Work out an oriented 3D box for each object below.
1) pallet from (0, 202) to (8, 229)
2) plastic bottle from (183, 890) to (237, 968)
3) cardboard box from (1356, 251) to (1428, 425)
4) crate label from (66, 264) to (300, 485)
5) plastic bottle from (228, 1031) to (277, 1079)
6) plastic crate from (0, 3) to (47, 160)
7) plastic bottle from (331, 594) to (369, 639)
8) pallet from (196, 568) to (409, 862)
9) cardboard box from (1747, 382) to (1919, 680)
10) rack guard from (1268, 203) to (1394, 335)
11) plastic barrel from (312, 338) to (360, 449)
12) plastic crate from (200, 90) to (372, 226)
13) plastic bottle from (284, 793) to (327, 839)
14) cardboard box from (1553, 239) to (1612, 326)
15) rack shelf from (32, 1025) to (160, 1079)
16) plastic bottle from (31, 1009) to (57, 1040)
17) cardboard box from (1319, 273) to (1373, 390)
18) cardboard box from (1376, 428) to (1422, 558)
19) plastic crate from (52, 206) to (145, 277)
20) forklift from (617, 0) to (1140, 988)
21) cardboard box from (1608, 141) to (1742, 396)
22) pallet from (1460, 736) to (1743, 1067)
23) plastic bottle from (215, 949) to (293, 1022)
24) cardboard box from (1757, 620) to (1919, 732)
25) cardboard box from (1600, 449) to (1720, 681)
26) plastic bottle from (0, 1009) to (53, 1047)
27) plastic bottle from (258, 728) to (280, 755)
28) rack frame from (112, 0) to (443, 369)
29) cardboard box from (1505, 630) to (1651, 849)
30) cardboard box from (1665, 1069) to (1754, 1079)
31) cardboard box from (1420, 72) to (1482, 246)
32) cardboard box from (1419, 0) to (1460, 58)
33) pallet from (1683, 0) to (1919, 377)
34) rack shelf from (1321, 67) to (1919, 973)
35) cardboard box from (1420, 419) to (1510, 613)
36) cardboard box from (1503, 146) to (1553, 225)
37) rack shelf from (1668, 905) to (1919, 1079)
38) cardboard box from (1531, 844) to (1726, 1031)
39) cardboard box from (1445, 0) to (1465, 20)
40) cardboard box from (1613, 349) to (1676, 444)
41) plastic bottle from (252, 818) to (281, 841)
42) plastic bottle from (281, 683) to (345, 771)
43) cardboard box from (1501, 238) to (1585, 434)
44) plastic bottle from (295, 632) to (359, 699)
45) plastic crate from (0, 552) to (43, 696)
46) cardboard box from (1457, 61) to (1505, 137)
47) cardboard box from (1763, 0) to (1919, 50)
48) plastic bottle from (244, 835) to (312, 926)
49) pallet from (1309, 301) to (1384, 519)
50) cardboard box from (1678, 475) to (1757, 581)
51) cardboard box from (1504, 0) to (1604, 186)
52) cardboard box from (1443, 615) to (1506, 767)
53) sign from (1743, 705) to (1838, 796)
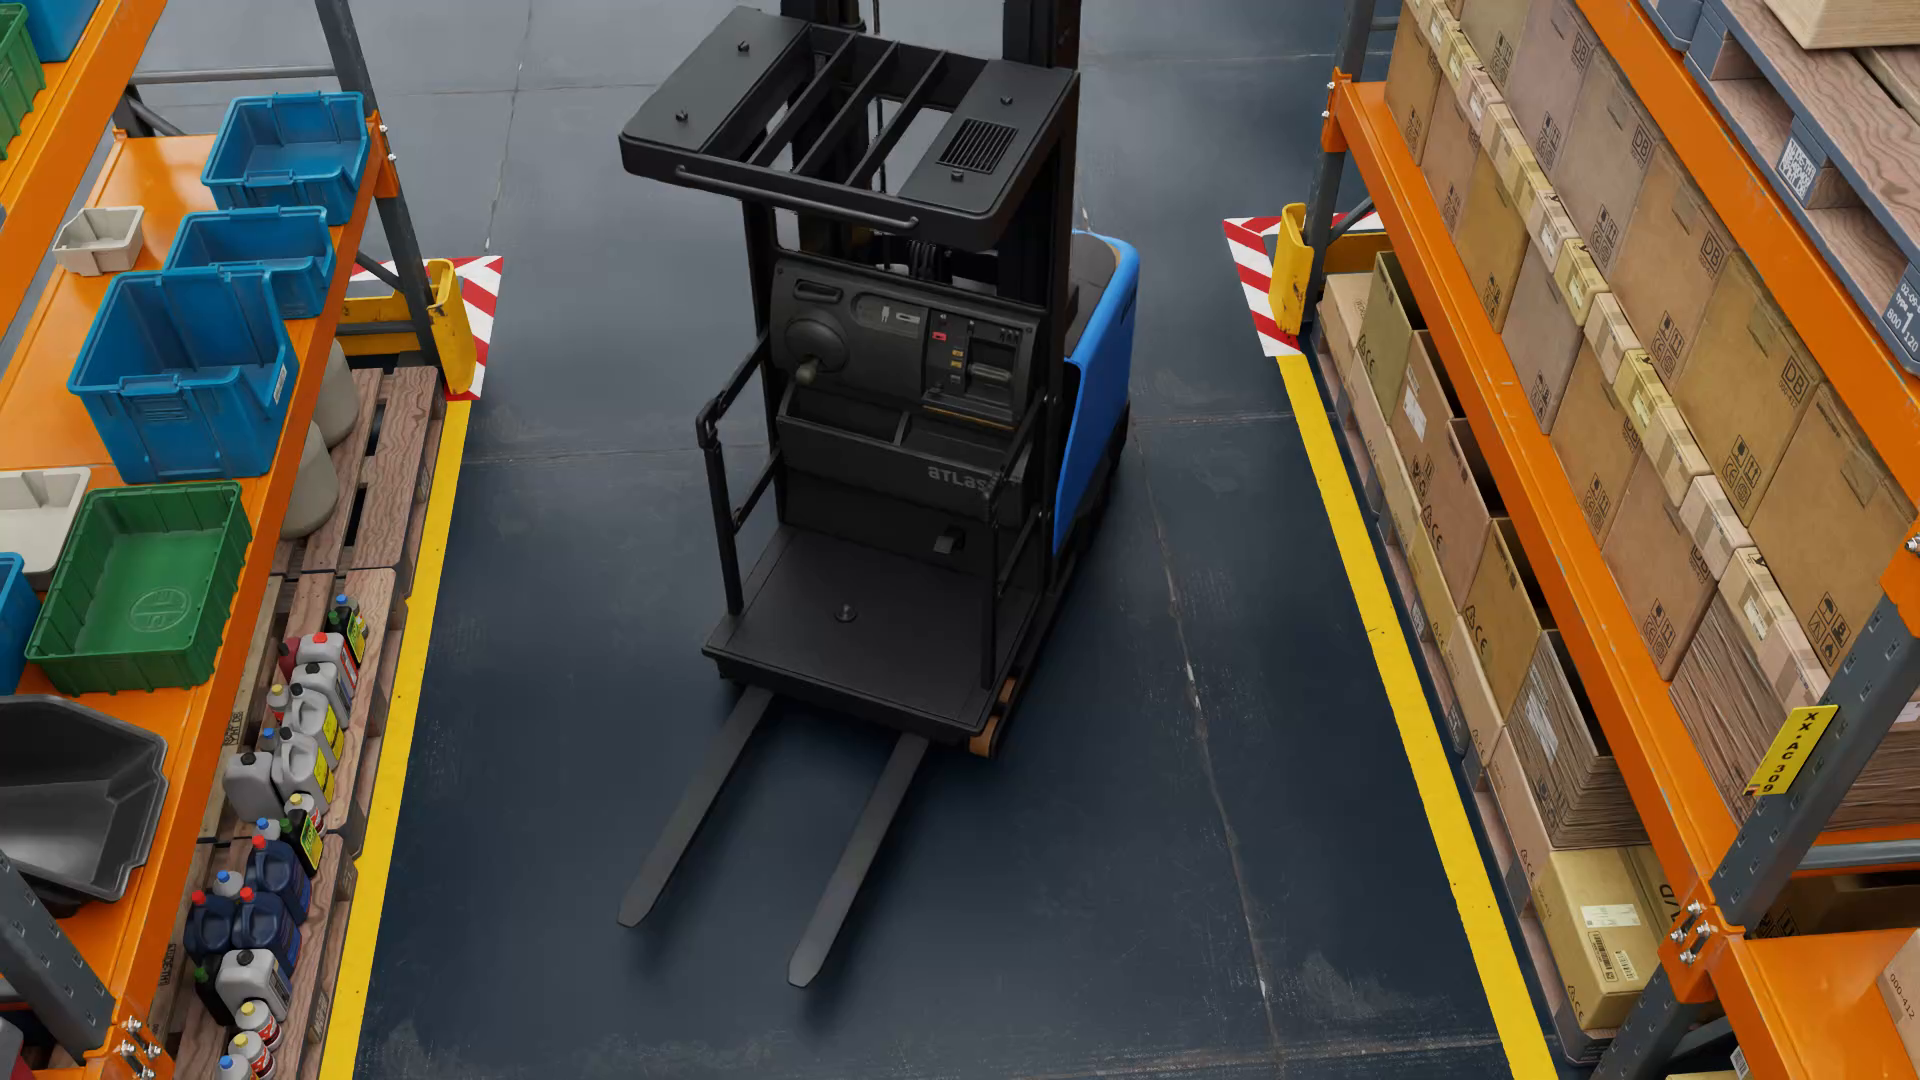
[{"bbox_3d":[-2.686,-0.420,3.283,1.213,0.211,1.003,-3,47,-3],"label":"pallet"},{"bbox_3d":[-2.326,1.222,5.185,0.144,0.351,0.185,-3,47,-3],"label":"plastic bottle"},{"bbox_3d":[1.940,-0.824,6.689,0.500,0.500,0.500,-3,47,-3],"label":"cardboard box"},{"bbox_3d":[-2.439,-0.528,5.297,0.502,0.435,0.616,-3,47,-3],"label":"crate label"},{"bbox_3d":[-2.126,1.543,4.984,0.097,0.201,0.097,0,47,0],"label":"plastic bottle"},{"bbox_3d":[-2.389,-1.054,3.899,0.336,0.188,0.450,-3,47,-3],"label":"plastic crate"},{"bbox_3d":[-2.272,0.282,6.178,0.097,0.201,0.097,0,47,0],"label":"plastic bottle"},{"bbox_3d":[-2.648,0.648,6.127,1.003,0.211,1.213,-3,47,-3],"label":"pallet"},{"bbox_3d":[2.365,-0.037,3.893,0.700,0.500,0.500,-3,47,-3],"label":"cardboard box"},{"bbox_3d":[2.071,-1.288,7.762,1.175,0.500,0.348,-3,47,-3],"label":"rack guard"},{"bbox_3d":[-2.732,-0.649,6.859,0.421,0.512,0.421,0,47,0],"label":"plastic barrel"},{"bbox_3d":[-2.523,-1.436,6.283,0.499,0.251,0.616,-3,47,-3],"label":"plastic crate"},{"bbox_3d":[-2.198,0.921,5.572,0.097,0.201,0.097,0,47,0],"label":"plastic bottle"},{"bbox_3d":[2.042,-0.788,5.051,0.380,0.149,0.250,-2,47,-2],"label":"cardboard box"},{"bbox_3d":[-2.361,2.757,2.705,1.077,0.370,4.000,-3,47,-3],"label":"rack shelf"},{"bbox_3d":[-2.725,1.365,5.049,0.144,0.351,0.185,-3,47,-3],"label":"plastic bottle"},{"bbox_3d":[1.897,-0.927,7.303,0.500,0.250,0.500,-3,47,-3],"label":"cardboard box"},{"bbox_3d":[1.984,-0.204,6.618,0.500,0.250,0.500,-3,47,-3],"label":"cardboard box"},{"bbox_3d":[-3.109,-1.074,6.019,0.298,0.136,0.250,-3,47,-3],"label":"plastic crate"},{"bbox_3d":[-0.271,-0.555,5.394,1.130,2.935,3.031,15,48,14],"label":"forklift"},{"bbox_3d":[2.280,-0.765,4.583,0.700,0.500,0.500,-4,47,-3],"label":"cardboard box"},{"bbox_3d":[2.383,1.145,5.657,1.003,0.211,1.213,-3,47,-3],"label":"pallet"},{"bbox_3d":[-2.172,1.358,5.107,0.152,0.276,0.135,-2,47,-2],"label":"plastic bottle"},{"bbox_3d":[2.172,0.323,3.999,0.380,0.149,0.250,-4,47,-3],"label":"cardboard box"},{"bbox_3d":[2.314,0.028,4.725,0.700,0.500,0.500,-4,47,-4],"label":"cardboard box"},{"bbox_3d":[-2.869,1.374,5.041,0.144,0.351,0.185,-5,47,-4],"label":"plastic bottle"},{"bbox_3d":[-2.366,0.725,5.759,0.097,0.201,0.097,0,47,0],"label":"plastic bottle"},{"bbox_3d":[-2.863,-1.832,6.555,1.000,3.000,0.127,-3,47,-3],"label":"rack frame"},{"bbox_3d":[2.121,0.623,5.319,0.500,0.500,0.500,-3,47,-3],"label":"cardboard box"},{"bbox_3d":[2.195,1.687,4.442,0.500,0.311,0.500,-3,47,-3],"label":"cardboard box"},{"bbox_3d":[2.149,-1.446,6.121,0.700,0.500,0.500,-2,47,-2],"label":"cardboard box"},{"bbox_3d":[1.917,-1.899,6.104,0.380,0.149,0.250,-5,47,-4],"label":"cardboard box"},{"bbox_3d":[2.311,-0.852,3.623,1.003,0.211,1.213,-3,47,-3],"label":"pallet"},{"bbox_3d":[2.241,-0.436,5.729,1.077,0.370,4.000,-3,47,-3],"label":"rack shelf"},{"bbox_3d":[2.020,-0.100,6.003,0.500,0.500,0.500,-3,47,-3],"label":"cardboard box"},{"bbox_3d":[2.002,-1.159,5.402,0.380,0.149,0.250,-4,47,-4],"label":"cardboard box"},{"bbox_3d":[2.576,2.459,2.988,1.077,0.370,4.000,-3,47,-3],"label":"rack shelf"},{"bbox_3d":[2.152,1.243,5.248,0.500,0.250,0.500,-3,47,-3],"label":"cardboard box"},{"bbox_3d":[2.104,-2.234,5.974,0.700,0.500,0.500,-3,47,-3],"label":"cardboard box"},{"bbox_3d":[2.089,-0.413,4.696,0.380,0.149,0.250,-4,47,-3],"label":"cardboard box"},{"bbox_3d":[-2.247,0.999,5.450,0.097,0.271,0.097,0,47,0],"label":"plastic bottle"},{"bbox_3d":[-2.249,0.634,5.741,0.144,0.351,0.185,-2,47,-2],"label":"plastic bottle"},{"bbox_3d":[2.232,-0.706,5.420,0.700,0.500,0.500,-2,47,-2],"label":"cardboard box"},{"bbox_3d":[-2.278,0.440,5.977,0.152,0.276,0.135,-3,47,-3],"label":"plastic bottle"},{"bbox_3d":[-2.891,0.329,4.611,0.499,0.251,0.616,-3,47,-3],"label":"plastic crate"},{"bbox_3d":[1.955,-1.536,5.760,0.380,0.149,0.250,-4,47,-4],"label":"cardboard box"},{"bbox_3d":[2.035,-1.230,3.706,0.380,0.149,0.250,-3,47,-3],"label":"cardboard box"},{"bbox_3d":[-2.198,1.076,5.323,0.144,0.351,0.185,-5,47,-5],"label":"plastic bottle"},{"bbox_3d":[2.179,-0.620,7.329,1.003,0.211,1.213,-3,47,-3],"label":"pallet"},{"bbox_3d":[2.129,-0.045,4.348,0.380,0.149,0.250,-5,47,-4],"label":"cardboard box"},{"bbox_3d":[2.197,-1.489,5.268,0.700,0.500,0.500,-3,47,-3],"label":"cardboard box"},{"bbox_3d":[2.063,0.520,5.933,0.500,0.250,0.500,-3,47,-3],"label":"cardboard box"},{"bbox_3d":[1.855,0.474,3.721,0.100,0.325,0.005,-3,47,-3],"label":"sign"}]
